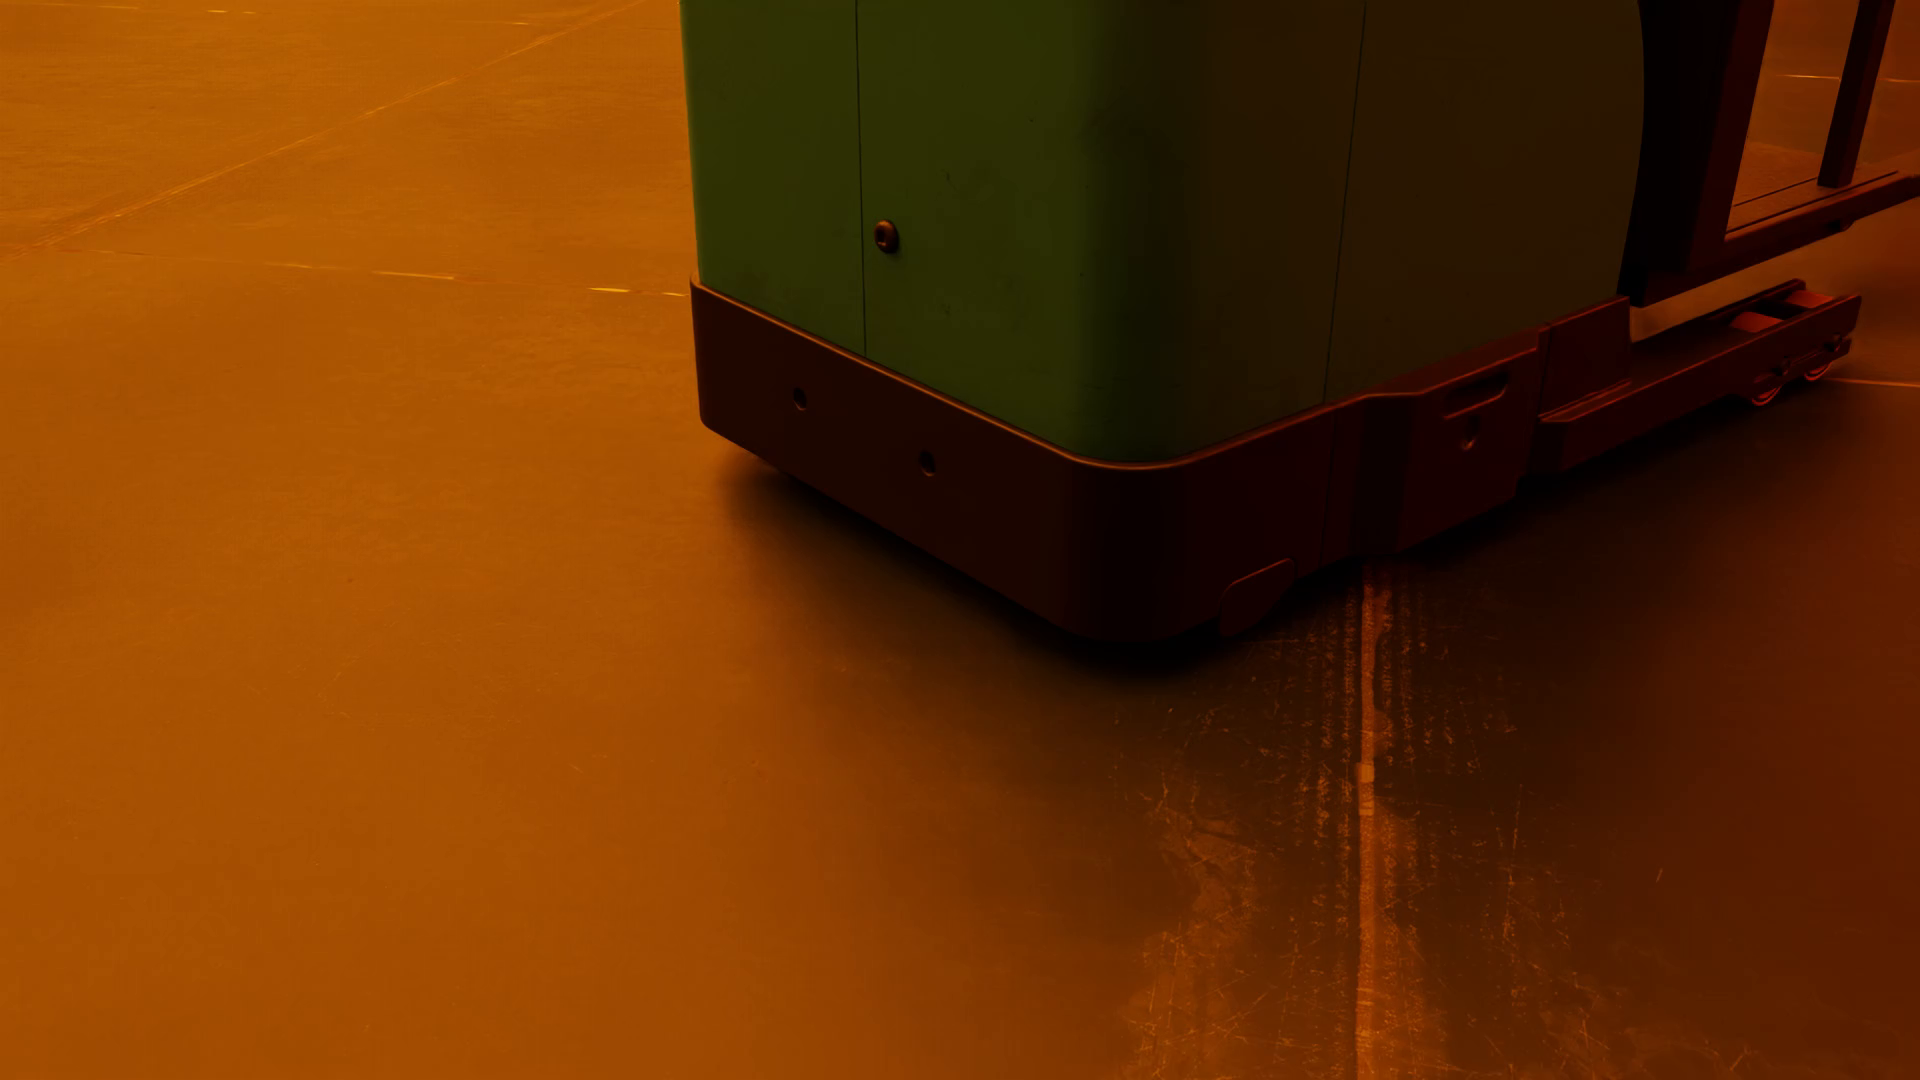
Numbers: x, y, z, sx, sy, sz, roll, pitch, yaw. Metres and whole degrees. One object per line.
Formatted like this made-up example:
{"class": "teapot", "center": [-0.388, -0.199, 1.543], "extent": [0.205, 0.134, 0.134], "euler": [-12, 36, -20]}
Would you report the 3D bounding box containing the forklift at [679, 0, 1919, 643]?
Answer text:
{"class": "forklift", "center": [1.030, -1.711, 2.638], "extent": [3.031, 2.935, 1.130], "euler": [-20, 33, -35]}
